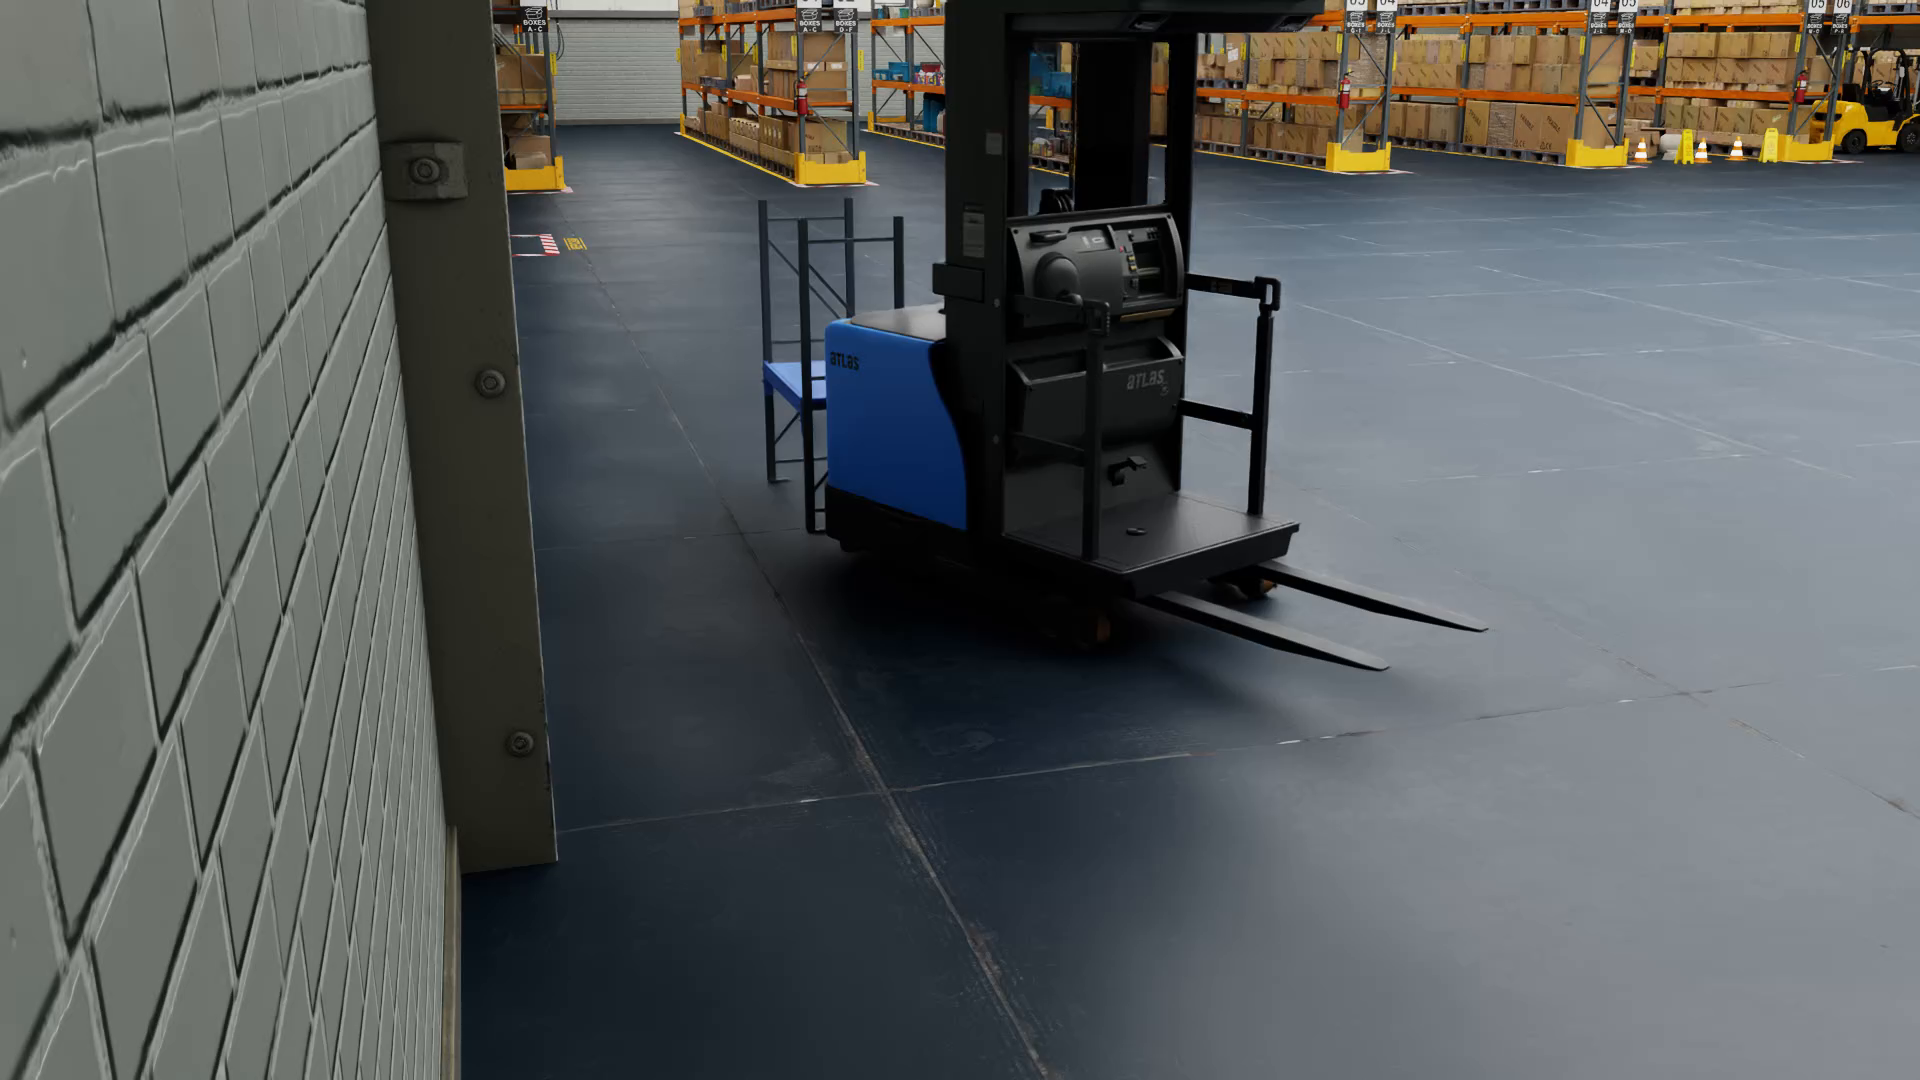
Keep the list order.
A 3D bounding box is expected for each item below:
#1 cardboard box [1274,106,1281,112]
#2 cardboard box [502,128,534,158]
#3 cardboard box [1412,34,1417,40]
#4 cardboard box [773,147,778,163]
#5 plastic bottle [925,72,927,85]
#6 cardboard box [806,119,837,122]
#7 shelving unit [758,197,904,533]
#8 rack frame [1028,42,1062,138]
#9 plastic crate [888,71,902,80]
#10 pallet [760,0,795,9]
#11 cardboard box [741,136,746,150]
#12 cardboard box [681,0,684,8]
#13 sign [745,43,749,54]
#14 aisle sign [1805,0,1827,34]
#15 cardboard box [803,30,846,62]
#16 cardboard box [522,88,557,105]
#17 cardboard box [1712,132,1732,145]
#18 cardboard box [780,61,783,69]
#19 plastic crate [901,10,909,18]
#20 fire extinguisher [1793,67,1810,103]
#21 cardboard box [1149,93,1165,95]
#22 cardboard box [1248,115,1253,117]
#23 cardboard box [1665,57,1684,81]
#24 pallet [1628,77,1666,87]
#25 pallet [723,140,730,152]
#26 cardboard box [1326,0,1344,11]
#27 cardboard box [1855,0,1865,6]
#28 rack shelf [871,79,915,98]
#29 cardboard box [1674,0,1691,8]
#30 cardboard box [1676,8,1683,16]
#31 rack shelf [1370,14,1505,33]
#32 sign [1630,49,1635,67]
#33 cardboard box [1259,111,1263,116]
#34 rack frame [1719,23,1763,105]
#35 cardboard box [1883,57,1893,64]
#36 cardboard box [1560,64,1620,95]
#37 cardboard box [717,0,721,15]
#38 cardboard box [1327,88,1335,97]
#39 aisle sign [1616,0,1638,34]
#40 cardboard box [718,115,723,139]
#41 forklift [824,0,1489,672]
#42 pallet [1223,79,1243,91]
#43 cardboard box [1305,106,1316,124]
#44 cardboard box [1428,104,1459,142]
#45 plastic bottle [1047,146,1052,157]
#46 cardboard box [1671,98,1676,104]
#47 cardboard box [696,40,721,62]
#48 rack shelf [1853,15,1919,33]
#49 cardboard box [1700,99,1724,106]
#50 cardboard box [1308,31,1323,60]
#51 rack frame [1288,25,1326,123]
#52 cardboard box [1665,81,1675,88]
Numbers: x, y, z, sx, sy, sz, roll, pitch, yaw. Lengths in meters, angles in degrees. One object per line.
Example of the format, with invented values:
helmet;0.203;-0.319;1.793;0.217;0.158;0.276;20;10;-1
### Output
cardboard box;8.386;-11.182;43.154;0.380;0.149;0.250;-4;17;-15
cardboard box;-8.262;-7.380;30.886;0.700;0.500;0.500;-4;17;-13
cardboard box;12.648;-13.799;45.636;0.380;0.149;0.250;-5;17;-15
cardboard box;-3.038;-6.873;29.669;0.500;0.250;0.500;-5;17;-15
plastic bottle;-0.782;-10.723;38.639;0.061;0.283;0.133;-5;17;-15
cardboard box;-2.405;-7.135;29.236;0.500;0.500;0.500;-5;17;-15
shelving unit;-0.655;-0.919;8.403;0.538;1.500;1.048;-5;17;-16
rack frame;1.482;-8.947;32.523;1.000;3.000;0.127;-5;17;-15
plastic crate;-1.620;-11.673;41.786;0.416;0.233;0.300;-5;17;-15
pallet;-3.023;-9.717;30.026;1.003;0.211;1.213;-5;17;-15
cardboard box;-4.091;-7.955;33.270;0.500;0.250;0.500;-4;17;-14
cardboard box;-6.558;-13.178;40.788;0.500;0.250;0.500;-5;17;-15
sign;-4.948;-11.369;38.573;0.100;0.325;0.005;-5;17;-15
aisle sign;16.610;-10.221;32.245;0.394;0.787;0.004;-5;17;-15
cardboard box;-2.313;-8.264;27.821;0.700;0.500;0.500;-5;17;-15
cardboard box;-6.773;-7.155;26.784;0.500;0.250;0.500;-5;17;-17
cardboard box;16.107;-8.390;34.720;0.500;0.250;0.500;-5;18;-17
cardboard box;-2.965;-8.397;29.392;0.380;0.149;0.250;-5;17;-16
plastic crate;-1.124;-12.588;39.800;0.450;0.188;0.662;-5;17;-15
fire extinguisher;16.460;-8.911;32.536;0.296;0.674;0.183;-5;17;-15
cardboard box;4.738;-10.068;39.220;1.225;0.875;0.875;-5;17;-15
cardboard box;7.916;-11.335;44.700;0.380;0.149;0.250;-6;18;-18
cardboard box;15.625;-10.169;35.900;0.500;0.500;0.500;-5;17;-15
pallet;15.702;-10.253;37.205;1.003;0.211;1.213;-5;17;-15
pallet;-4.550;-8.537;36.005;1.003;0.211;1.213;-5;17;-15
cardboard box;6.967;-9.710;30.111;0.500;0.250;0.500;-4;17;-14
cardboard box;20.500;-12.331;38.108;0.380;0.149;0.250;-5;17;-15
rack shelf;-1.266;-11.369;41.835;1.077;0.370;4.000;-5;17;-15
cardboard box;15.630;-11.486;35.505;0.500;0.250;0.500;-5;17;-16
cardboard box;15.621;-11.332;35.685;0.380;0.149;0.250;-5;17;-16
rack shelf;10.491;-11.348;36.553;1.077;0.370;4.000;-5;17;-15
sign;12.675;-9.091;31.361;0.100;0.325;0.005;-5;17;-15
cardboard box;8.156;-11.324;44.146;0.380;0.149;0.250;-6;18;-18
rack frame;19.445;-11.622;41.429;1.000;3.000;0.127;-5;17;-15
cardboard box;20.546;-10.550;36.557;0.380;0.149;0.250;-4;17;-14
cardboard box;11.995;-8.767;31.664;0.875;0.550;0.550;-5;17;-15
cardboard box;-4.674;-11.406;35.323;0.910;0.500;0.500;-5;17;-15
cardboard box;6.998;-8.244;30.618;0.380;0.149;0.250;-5;17;-15
aisle sign;12.448;-9.846;30.996;0.394;0.787;0.004;-5;17;-15
cardboard box;-5.006;-9.060;36.479;0.500;0.500;0.500;-5;18;-17
forklift;0.708;-1.138;6.645;1.130;2.935;3.031;-14;22;-39
pallet;6.174;-9.470;34.597;1.003;0.211;1.213;-5;17;-15
cardboard box;8.937;-10.548;41.469;0.500;0.500;0.500;-4;17;-13
cardboard box;10.784;-8.991;35.851;1.050;0.750;0.750;-5;17;-16
plastic bottle;1.655;-7.184;30.755;0.097;0.201;0.097;0;17;0
cardboard box;18.728;-11.422;43.251;0.380;0.149;0.250;-6;18;-18
cardboard box;-5.868;-11.415;38.829;0.500;0.500;0.500;-5;17;-15
rack shelf;21.094;-11.054;35.576;1.077;0.370;4.000;-5;17;-15
cardboard box;15.872;-9.236;35.104;0.380;0.149;0.250;-4;17;-12
cardboard box;6.812;-9.172;30.843;0.500;0.500;0.500;-5;17;-15
rack frame;8.842;-11.916;42.406;1.000;3.000;0.127;-5;17;-15
cardboard box;15.551;-9.889;36.097;0.380;0.149;0.250;-5;17;-16
